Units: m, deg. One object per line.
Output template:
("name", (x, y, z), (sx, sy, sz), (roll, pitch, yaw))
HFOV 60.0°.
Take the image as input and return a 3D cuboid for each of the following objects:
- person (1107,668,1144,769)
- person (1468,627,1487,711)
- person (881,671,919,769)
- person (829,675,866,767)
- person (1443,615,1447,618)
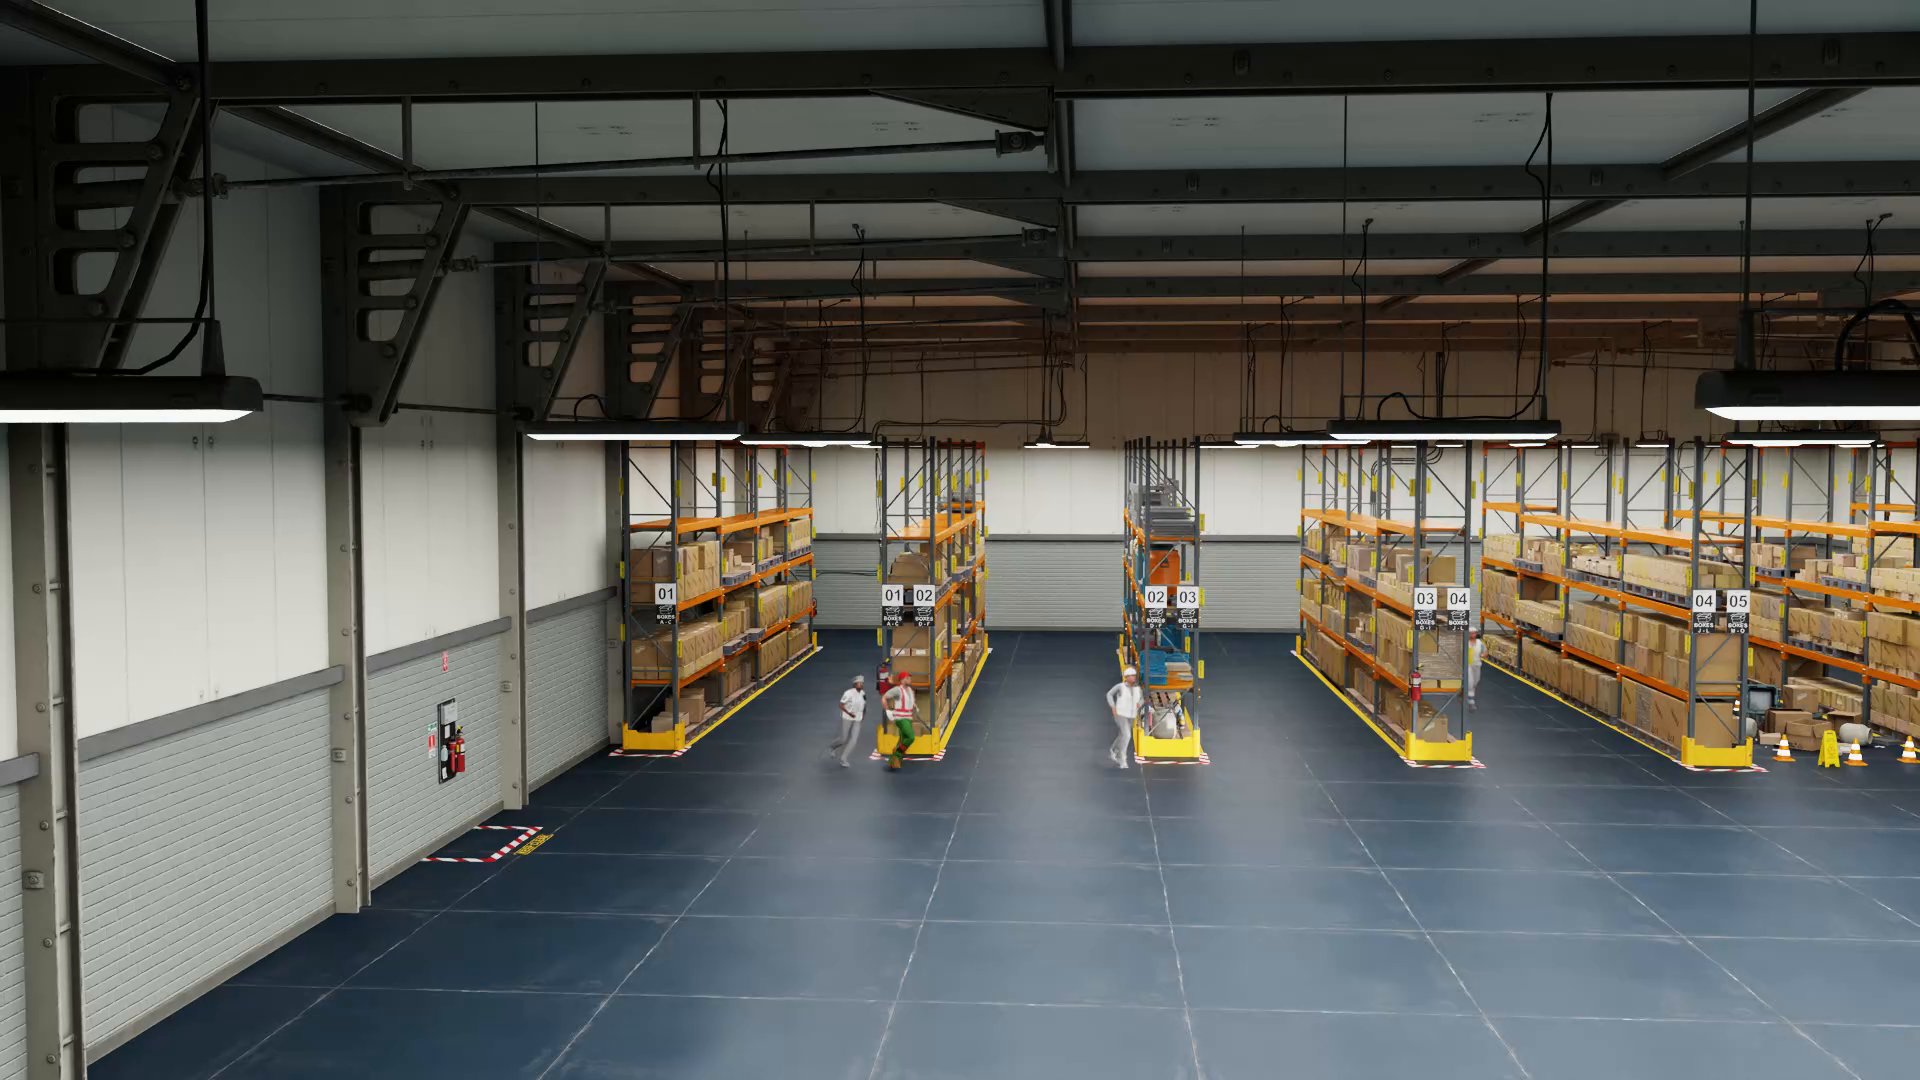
("person", (3.031, 3.238, 30.327), (0.641, 1.801, 0.713), (-2, 4, -34))
("person", (11.352, 2.823, 36.878), (0.654, 1.795, 0.931), (0, 3, -4))
("person", (-1.000, 3.233, 29.955), (0.604, 1.731, 0.685), (2, 3, 28))
("person", (-1.999, 3.286, 30.536), (0.636, 1.631, 0.748), (-2, 4, -31))
("person", (12.956, 2.530, 43.717), (0.636, 1.685, 0.626), (0, 3, 8))
